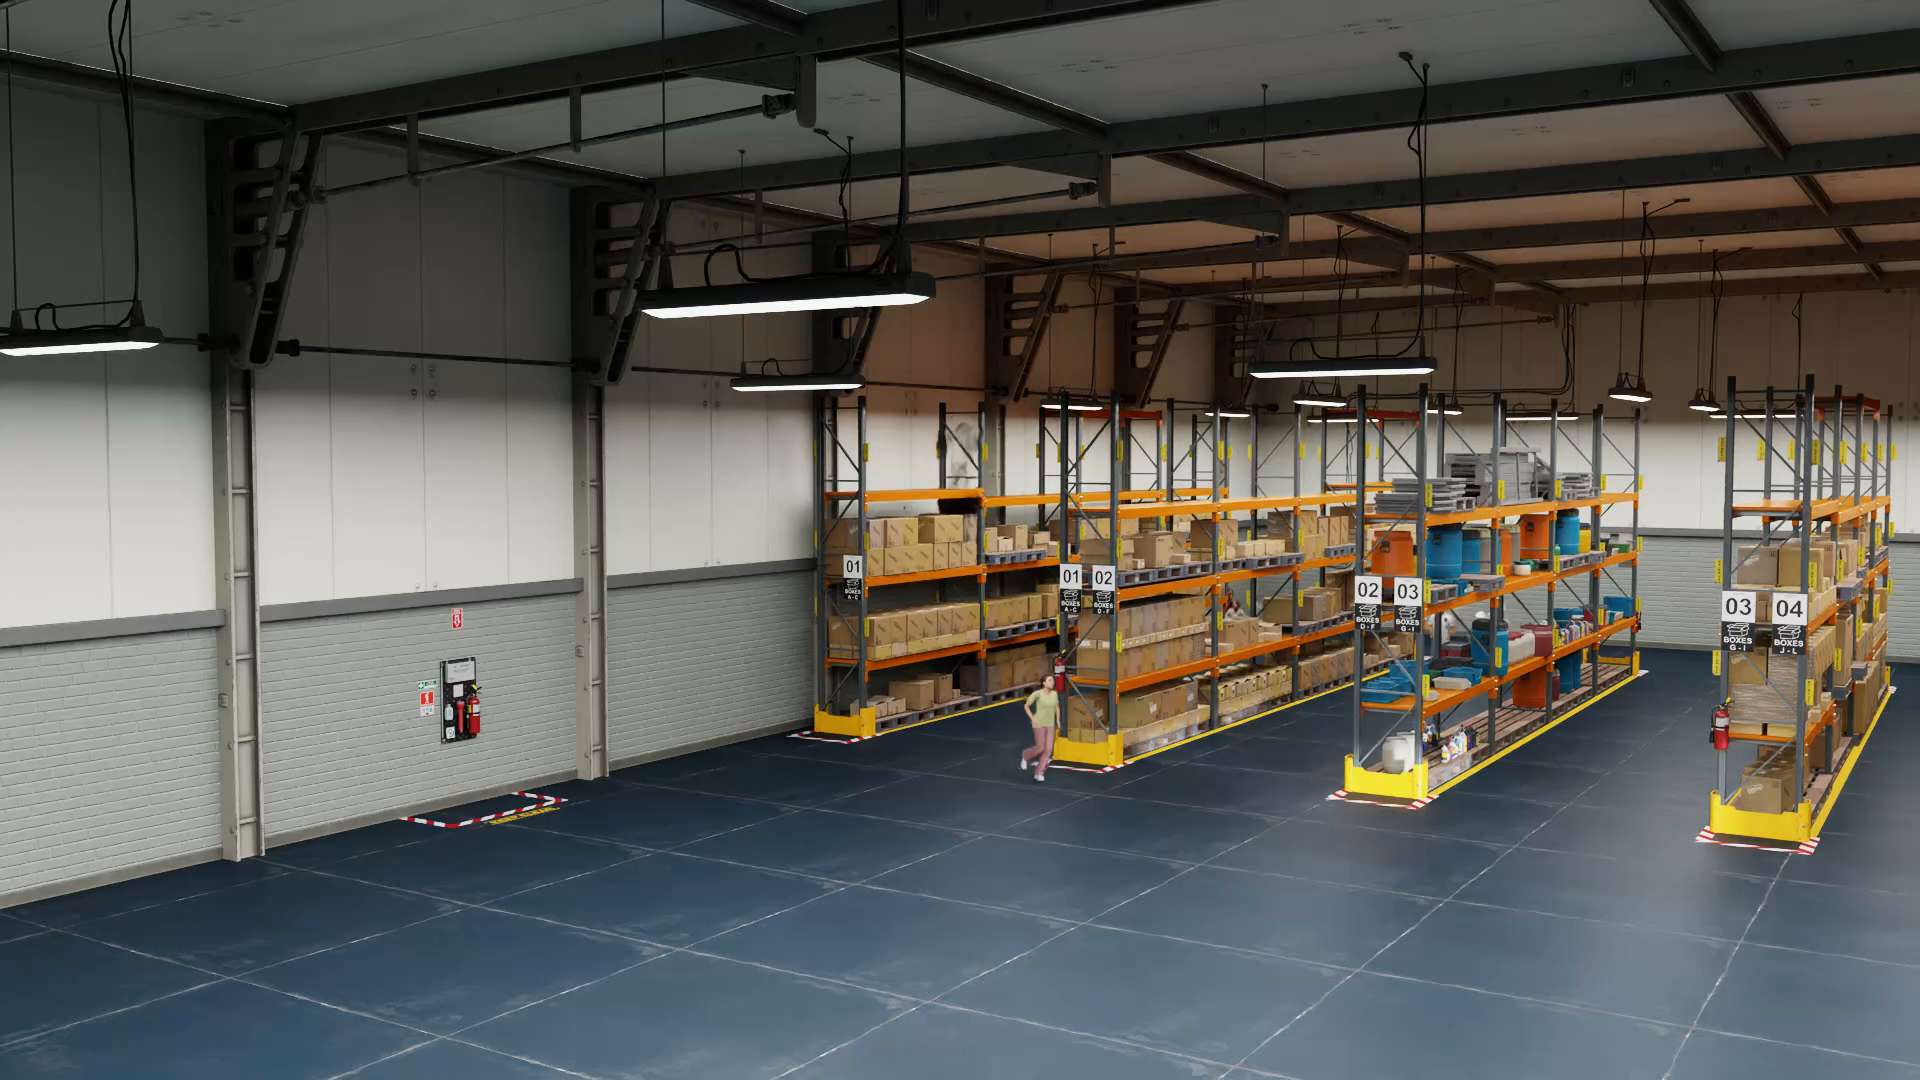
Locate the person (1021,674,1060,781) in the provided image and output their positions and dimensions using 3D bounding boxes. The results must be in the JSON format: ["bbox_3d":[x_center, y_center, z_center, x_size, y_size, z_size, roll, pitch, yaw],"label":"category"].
[{"bbox_3d":[1.309,2.864,25.571,0.622,1.579,0.678,-2,3,-29],"label":"person"}]

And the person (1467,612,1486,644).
[{"bbox_3d":[10.950,2.338,34.899,0.649,1.706,0.738,1,3,25],"label":"person"}]

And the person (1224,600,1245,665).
[{"bbox_3d":[6.521,2.182,39.405,0.568,1.560,0.657,1,3,22],"label":"person"}]

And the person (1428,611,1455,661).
[{"bbox_3d":[10.838,2.226,37.475,0.595,1.622,0.542,1,3,23],"label":"person"}]
